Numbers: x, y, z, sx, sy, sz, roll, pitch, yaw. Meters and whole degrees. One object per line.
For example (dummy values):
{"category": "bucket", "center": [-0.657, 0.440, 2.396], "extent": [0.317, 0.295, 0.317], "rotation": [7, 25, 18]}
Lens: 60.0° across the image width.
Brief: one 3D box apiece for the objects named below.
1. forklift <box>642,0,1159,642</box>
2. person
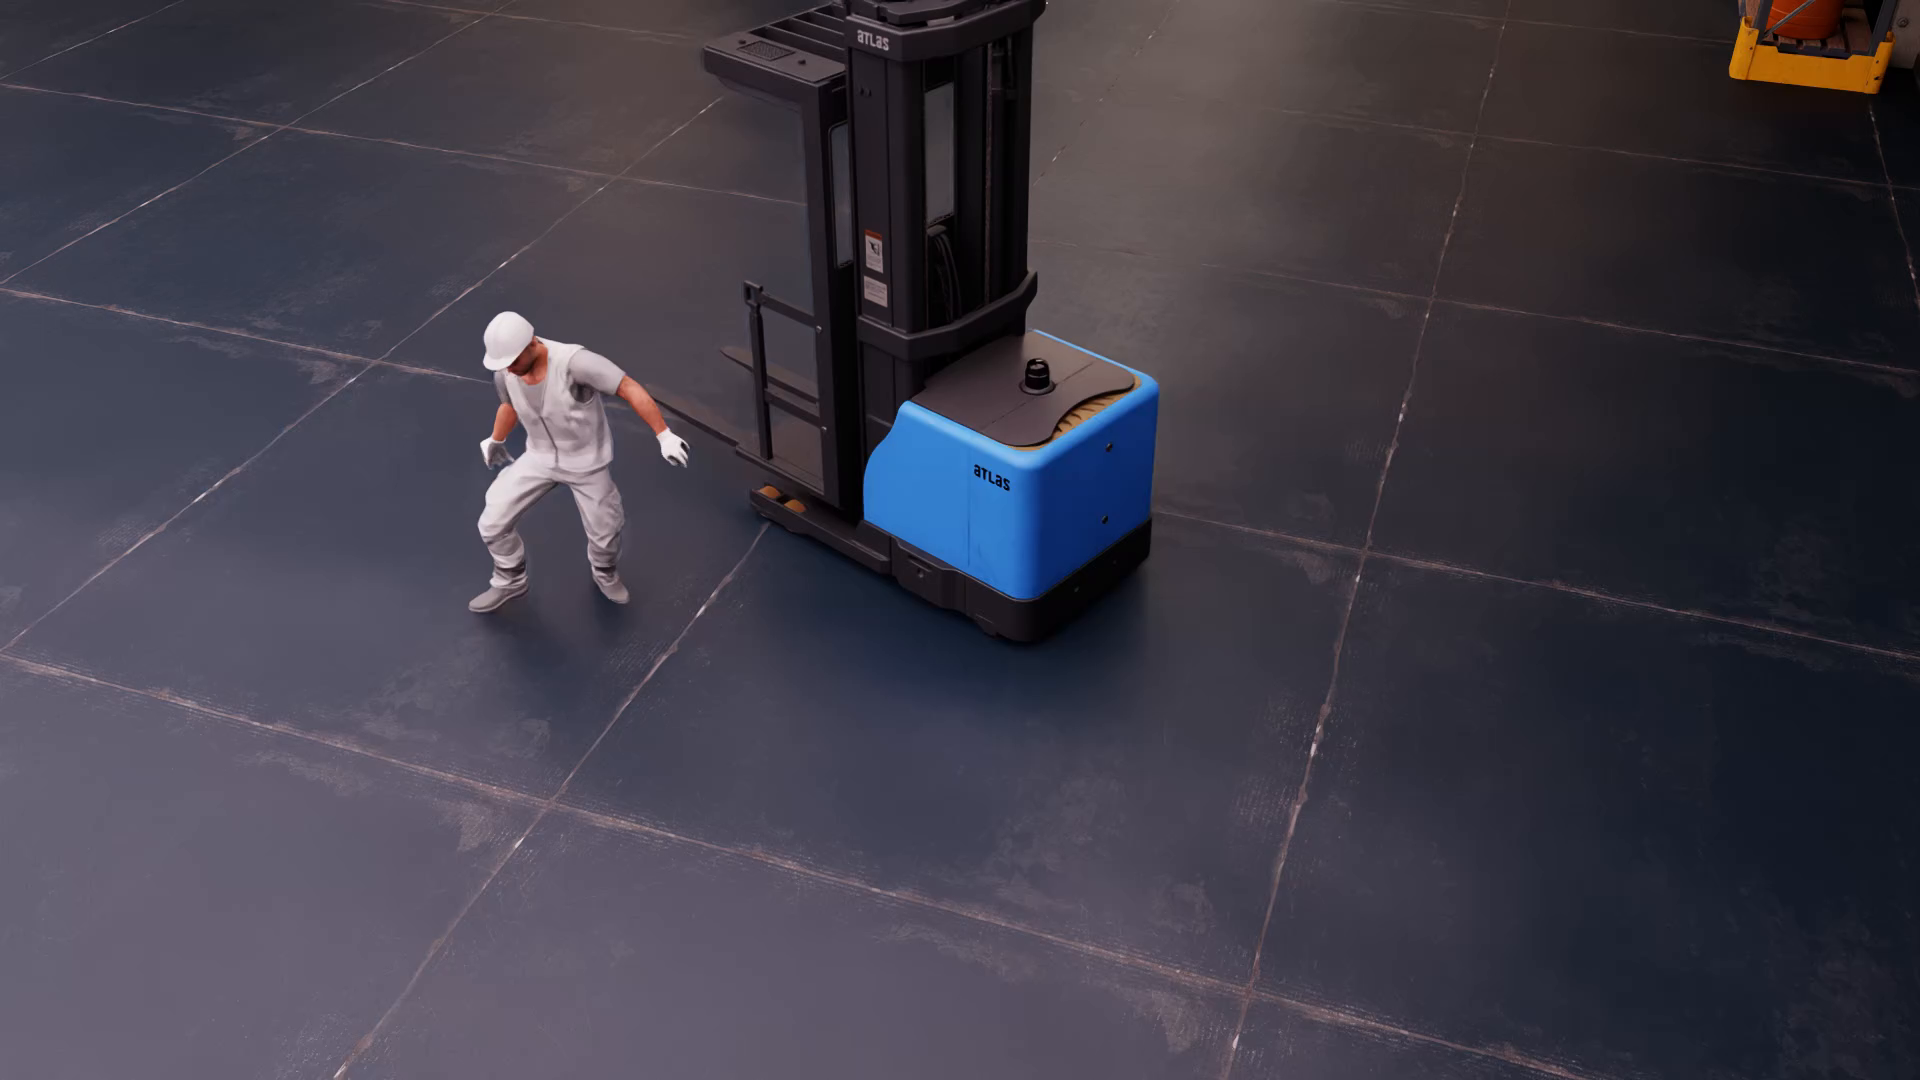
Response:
{"category": "forklift", "center": [-0.474, -1.440, 8.142], "extent": [3.031, 2.935, 1.130], "rotation": [27, 44, 33]}
{"category": "person", "center": [-1.788, -0.330, 7.697], "extent": [1.145, 1.709, 0.564], "rotation": [6, 36, 8]}
